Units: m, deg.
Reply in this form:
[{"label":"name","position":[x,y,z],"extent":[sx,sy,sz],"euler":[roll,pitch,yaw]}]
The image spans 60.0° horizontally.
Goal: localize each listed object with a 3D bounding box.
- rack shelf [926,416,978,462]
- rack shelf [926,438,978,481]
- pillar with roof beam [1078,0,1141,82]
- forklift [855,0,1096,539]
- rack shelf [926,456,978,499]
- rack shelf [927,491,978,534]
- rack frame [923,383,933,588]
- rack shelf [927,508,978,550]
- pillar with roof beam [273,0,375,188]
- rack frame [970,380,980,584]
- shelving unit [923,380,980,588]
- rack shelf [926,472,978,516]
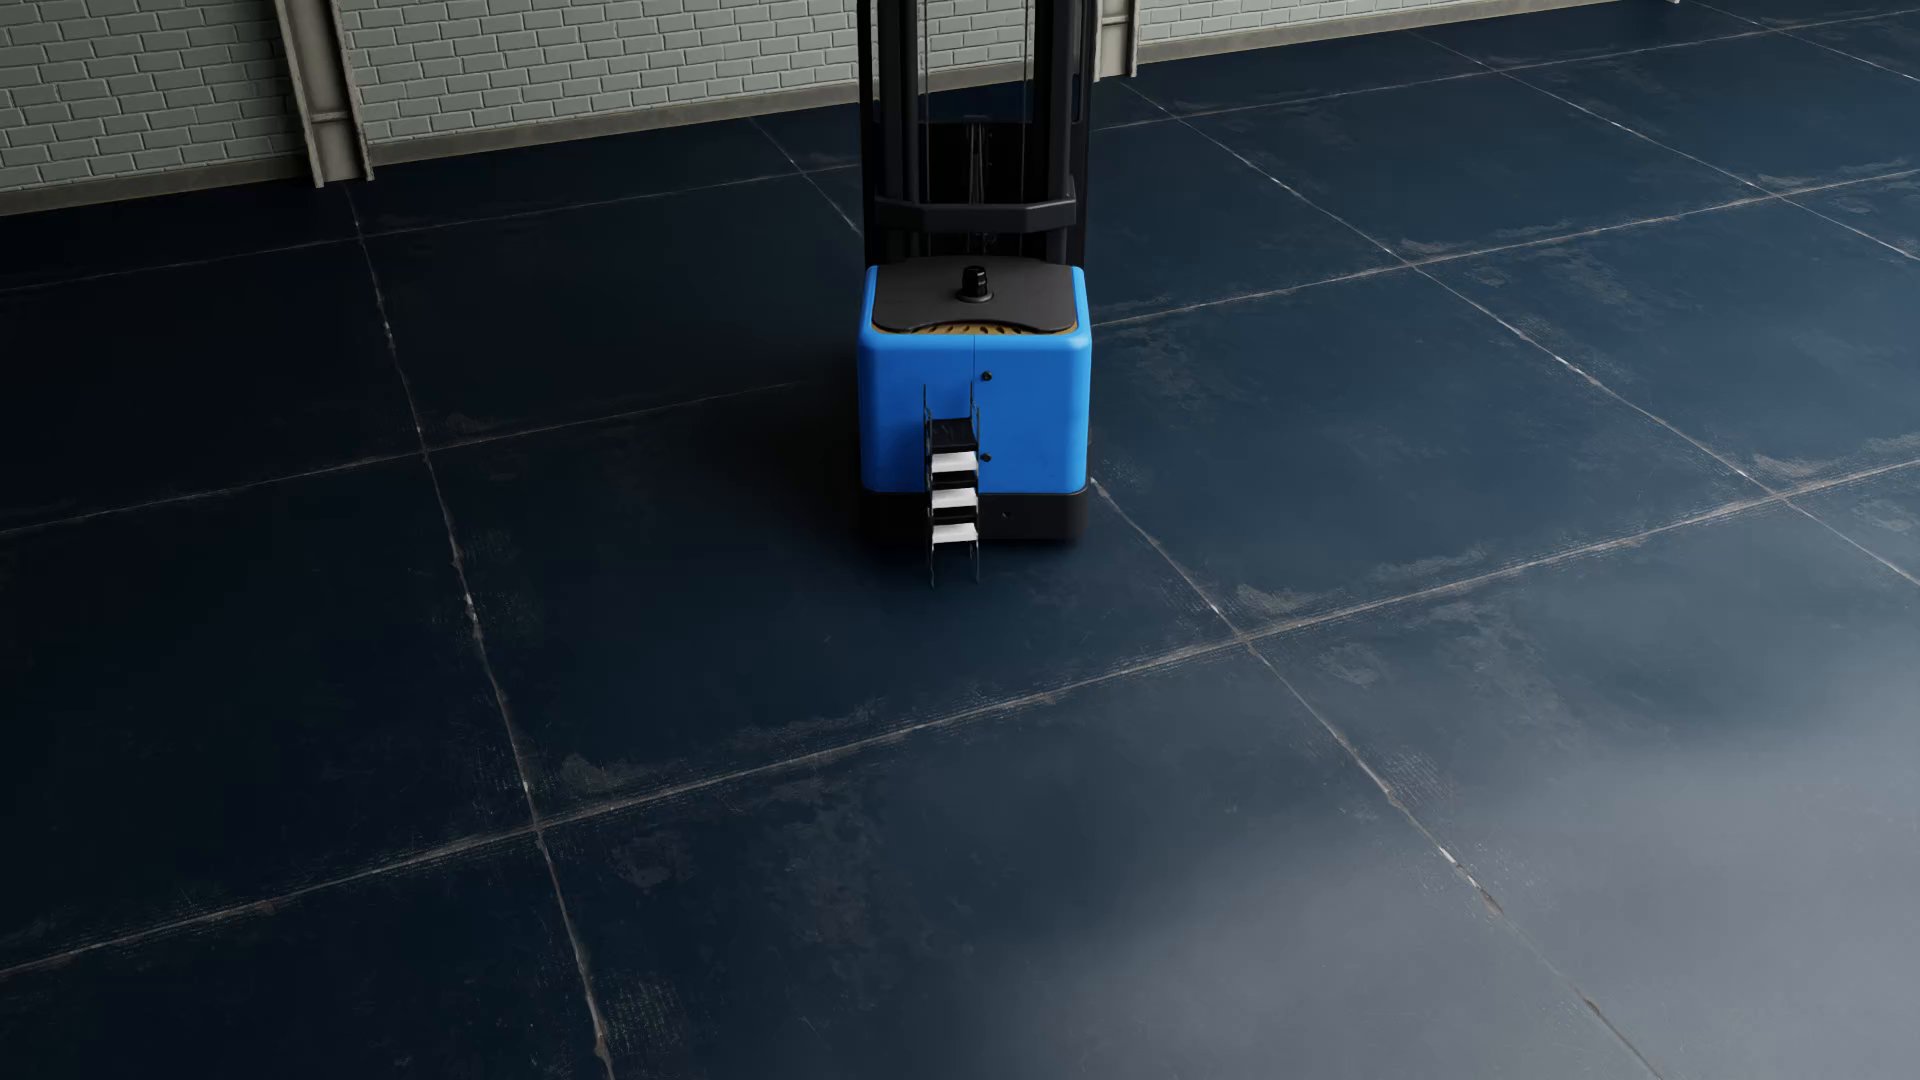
[{"label":"rack shelf","position":[-0.038,-0.435,7.160],"extent":[0.200,0.077,0.258],"euler":[-4,33,-6]},{"label":"rack shelf","position":[-0.038,-0.360,7.209],"extent":[0.200,0.077,0.258],"euler":[-4,33,-6]},{"label":"pillar with roof beam","position":[2.867,-5.426,7.838],"extent":[0.400,9.000,9.100],"euler":[-13,35,-19]},{"label":"forklift","position":[0.076,-1.999,8.135],"extent":[1.130,2.935,3.031],"euler":[0,33,0]},{"label":"rack shelf","position":[-0.038,-0.285,7.258],"extent":[0.200,0.077,0.258],"euler":[-4,33,-6]},{"label":"rack shelf","position":[-0.038,-0.134,7.356],"extent":[0.200,0.077,0.258],"euler":[-4,33,-6]},{"label":"rack frame","position":[-0.138,-0.230,7.278],"extent":[0.006,0.900,0.240],"euler":[-4,33,-6]},{"label":"rack shelf","position":[-0.038,-0.058,7.406],"extent":[0.200,0.077,0.258],"euler":[-4,33,-6]},{"label":"pillar with roof beam","position":[-2.665,-4.159,5.891],"extent":[0.400,9.000,9.100],"euler":[-13,35,-19]},{"label":"rack frame","position":[0.063,-0.244,7.300],"extent":[0.006,0.900,0.240],"euler":[-4,33,-6]},{"label":"shelving unit","position":[-0.038,-0.237,7.289],"extent":[0.210,0.900,0.258],"euler":[-4,33,-6]},{"label":"rack shelf","position":[-0.038,-0.209,7.307],"extent":[0.200,0.077,0.258],"euler":[-4,33,-6]}]
